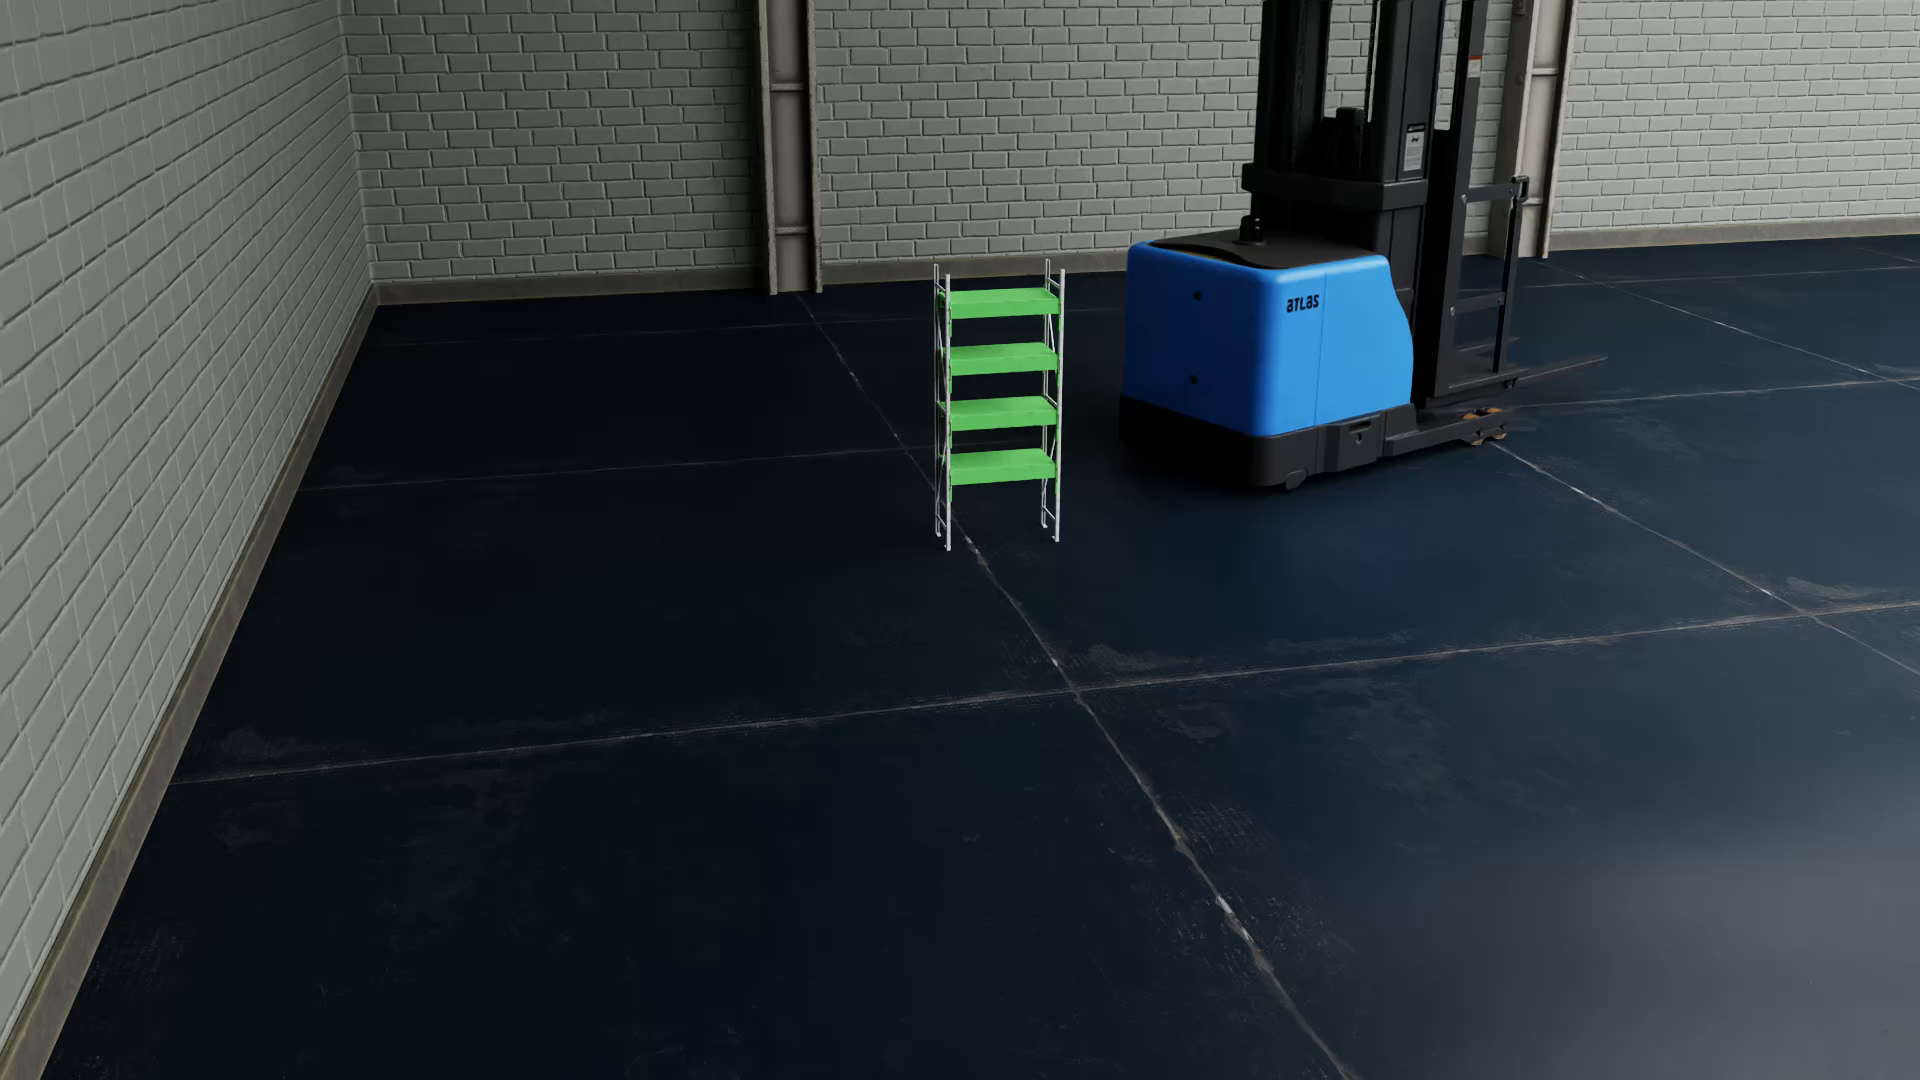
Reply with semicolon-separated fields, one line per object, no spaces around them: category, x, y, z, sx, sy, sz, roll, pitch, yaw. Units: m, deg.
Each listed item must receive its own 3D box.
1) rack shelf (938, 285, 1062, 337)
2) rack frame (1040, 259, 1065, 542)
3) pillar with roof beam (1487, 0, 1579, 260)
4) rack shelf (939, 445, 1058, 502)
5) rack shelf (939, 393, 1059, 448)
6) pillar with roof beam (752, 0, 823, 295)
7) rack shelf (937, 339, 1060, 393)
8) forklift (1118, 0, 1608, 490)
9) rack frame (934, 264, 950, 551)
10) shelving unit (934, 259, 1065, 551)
rack shelf;0.161;-0.967;7.001;0.480;0.148;0.258;-5;21;-12
rack frame;0.399;-0.596;7.197;0.015;1.200;0.240;-5;21;-12
pillar with roof beam;5.584;-5.132;8.243;0.400;9.000;9.100;-5;21;-12
rack shelf;0.161;-0.291;7.248;0.480;0.148;0.258;-5;21;-12
rack shelf;0.161;-0.516;7.166;0.480;0.148;0.258;-5;21;-12
pillar with roof beam;-0.255;-4.657;6.946;0.400;9.000;9.100;-5;21;-12
rack shelf;0.161;-0.742;7.083;0.480;0.148;0.258;-5;21;-12
forklift;2.298;-1.997;8.505;3.031;2.935;1.130;-14;24;-34
rack frame;-0.076;-0.557;7.091;0.015;1.200;0.240;-5;21;-12
shelving unit;0.161;-0.576;7.144;0.503;1.200;0.258;-5;21;-12
